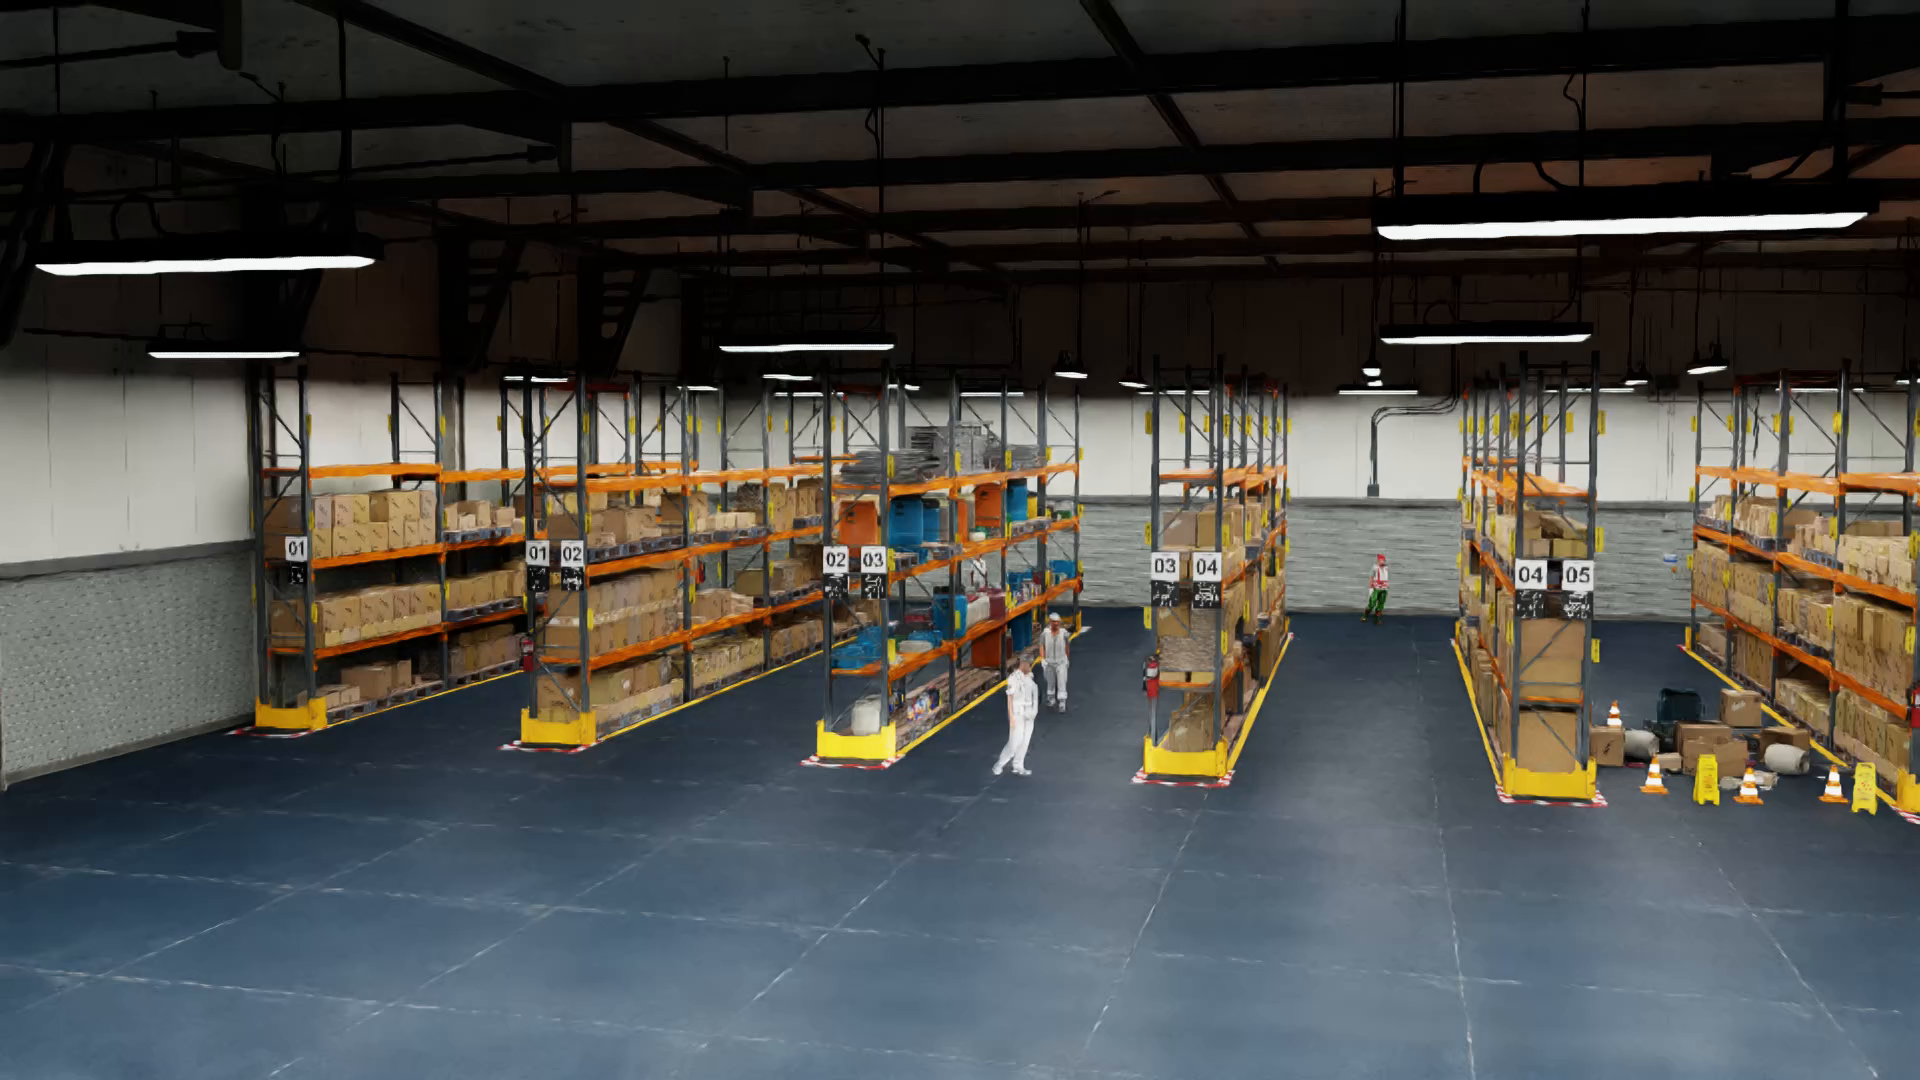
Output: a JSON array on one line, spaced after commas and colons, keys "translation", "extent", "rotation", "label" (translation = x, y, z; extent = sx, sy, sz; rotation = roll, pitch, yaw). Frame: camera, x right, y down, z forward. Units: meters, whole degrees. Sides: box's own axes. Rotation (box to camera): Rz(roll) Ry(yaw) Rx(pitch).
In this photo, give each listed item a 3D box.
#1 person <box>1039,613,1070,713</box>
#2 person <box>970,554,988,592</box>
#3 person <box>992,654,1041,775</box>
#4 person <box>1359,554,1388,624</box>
[{"translation": [1.649, 2.125, 29.025], "extent": [0.528, 1.727, 1.030], "rotation": [0, 4, 6], "label": "person"}, {"translation": [0.507, 1.074, 45.210], "extent": [0.456, 1.589, 1.088], "rotation": [1, 4, 16], "label": "person"}, {"translation": [0.813, 2.488, 23.718], "extent": [0.712, 1.735, 0.508], "rotation": [-4, 5, -44], "label": "person"}, {"translation": [10.421, 1.231, 41.746], "extent": [0.724, 1.778, 0.532], "rotation": [-2, 4, -24], "label": "person"}]
